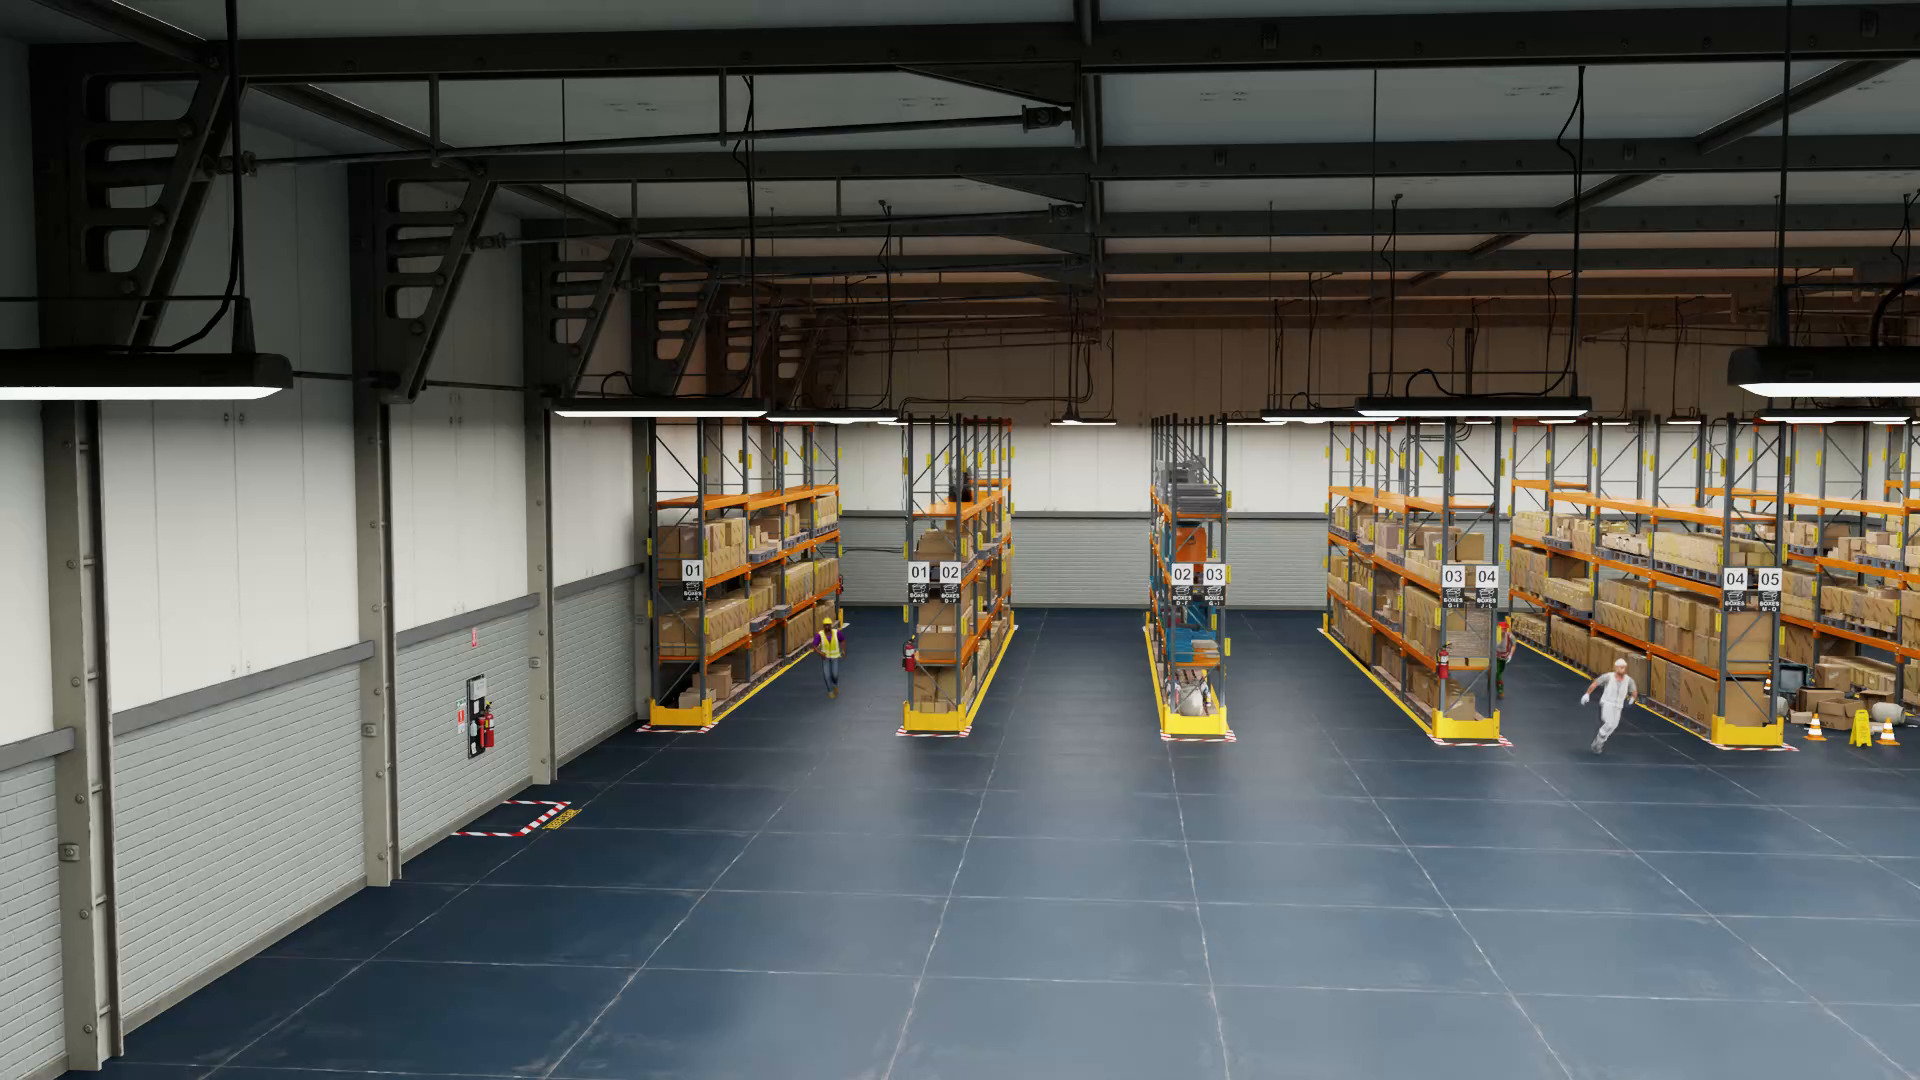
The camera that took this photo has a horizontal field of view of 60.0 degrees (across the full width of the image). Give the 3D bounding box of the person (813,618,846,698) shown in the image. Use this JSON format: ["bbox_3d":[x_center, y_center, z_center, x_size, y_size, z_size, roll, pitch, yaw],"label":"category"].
[{"bbox_3d":[-2.765,2.495,35.162,0.697,1.717,0.566,0,4,-7],"label":"person"}]

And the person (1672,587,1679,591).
[{"bbox_3d":[18.007,2.066,41.554,0.704,1.735,0.885,-1,4,-19],"label":"person"}]

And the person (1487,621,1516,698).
[{"bbox_3d":[11.487,2.509,35.519,0.683,1.642,1.067,1,4,8],"label":"person"}]

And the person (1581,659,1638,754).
[{"bbox_3d":[11.454,2.925,29.167,0.847,1.690,0.712,-1,4,-7],"label":"person"}]
